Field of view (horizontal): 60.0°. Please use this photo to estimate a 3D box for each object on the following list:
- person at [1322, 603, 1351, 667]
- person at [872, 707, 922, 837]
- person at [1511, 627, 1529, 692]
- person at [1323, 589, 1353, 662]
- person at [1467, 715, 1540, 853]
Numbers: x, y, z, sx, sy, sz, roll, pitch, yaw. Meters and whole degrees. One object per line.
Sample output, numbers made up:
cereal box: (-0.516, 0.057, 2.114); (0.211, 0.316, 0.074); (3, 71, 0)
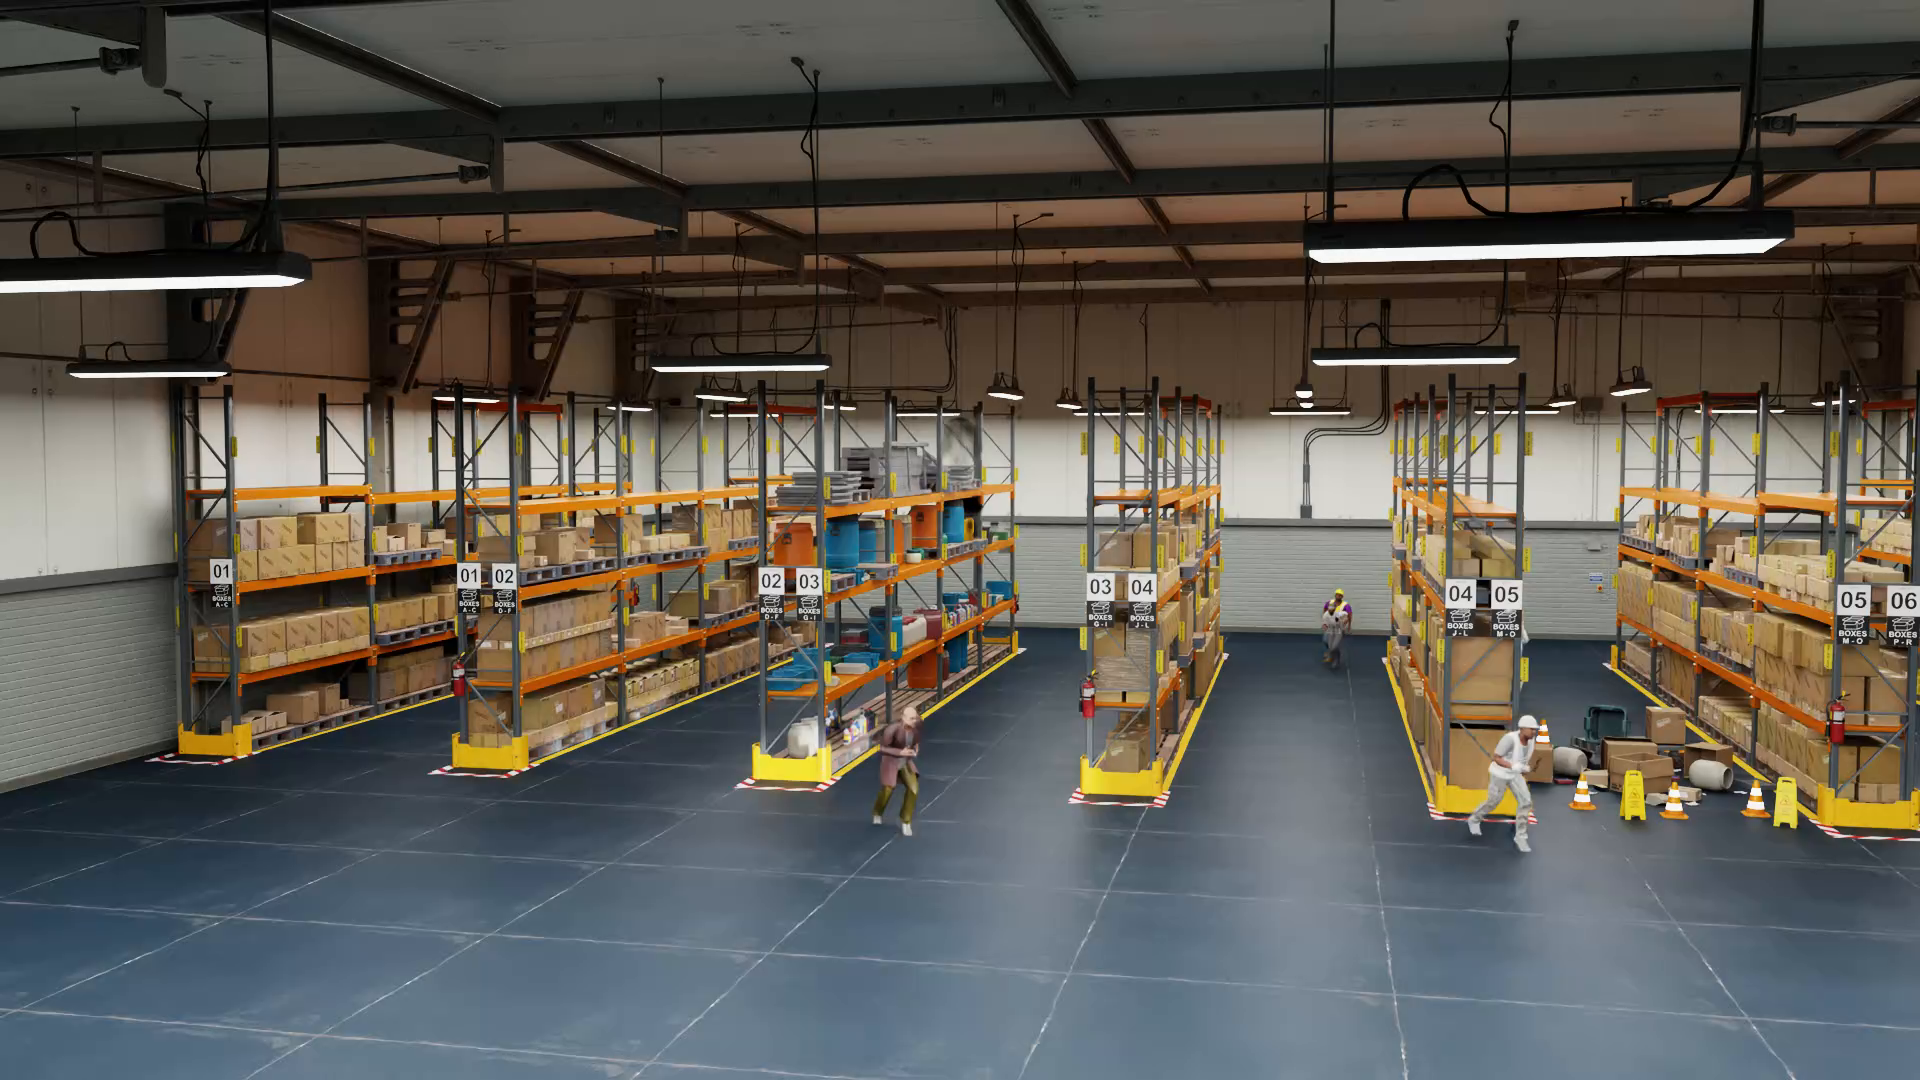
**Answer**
person: (8.465, 2.146, 37.407); (0.599, 1.500, 0.887); (2, 4, 30)
person: (-0.818, 2.986, 21.613); (0.752, 1.729, 1.072); (-2, 4, -34)
person: (11.229, 2.302, 33.759); (0.627, 1.698, 0.761); (0, 3, 3)
person: (8.760, 1.993, 38.654); (0.746, 1.720, 0.530); (2, 4, 33)
person: (6.827, 3.013, 20.880); (0.728, 1.732, 1.042); (-2, 4, -33)
